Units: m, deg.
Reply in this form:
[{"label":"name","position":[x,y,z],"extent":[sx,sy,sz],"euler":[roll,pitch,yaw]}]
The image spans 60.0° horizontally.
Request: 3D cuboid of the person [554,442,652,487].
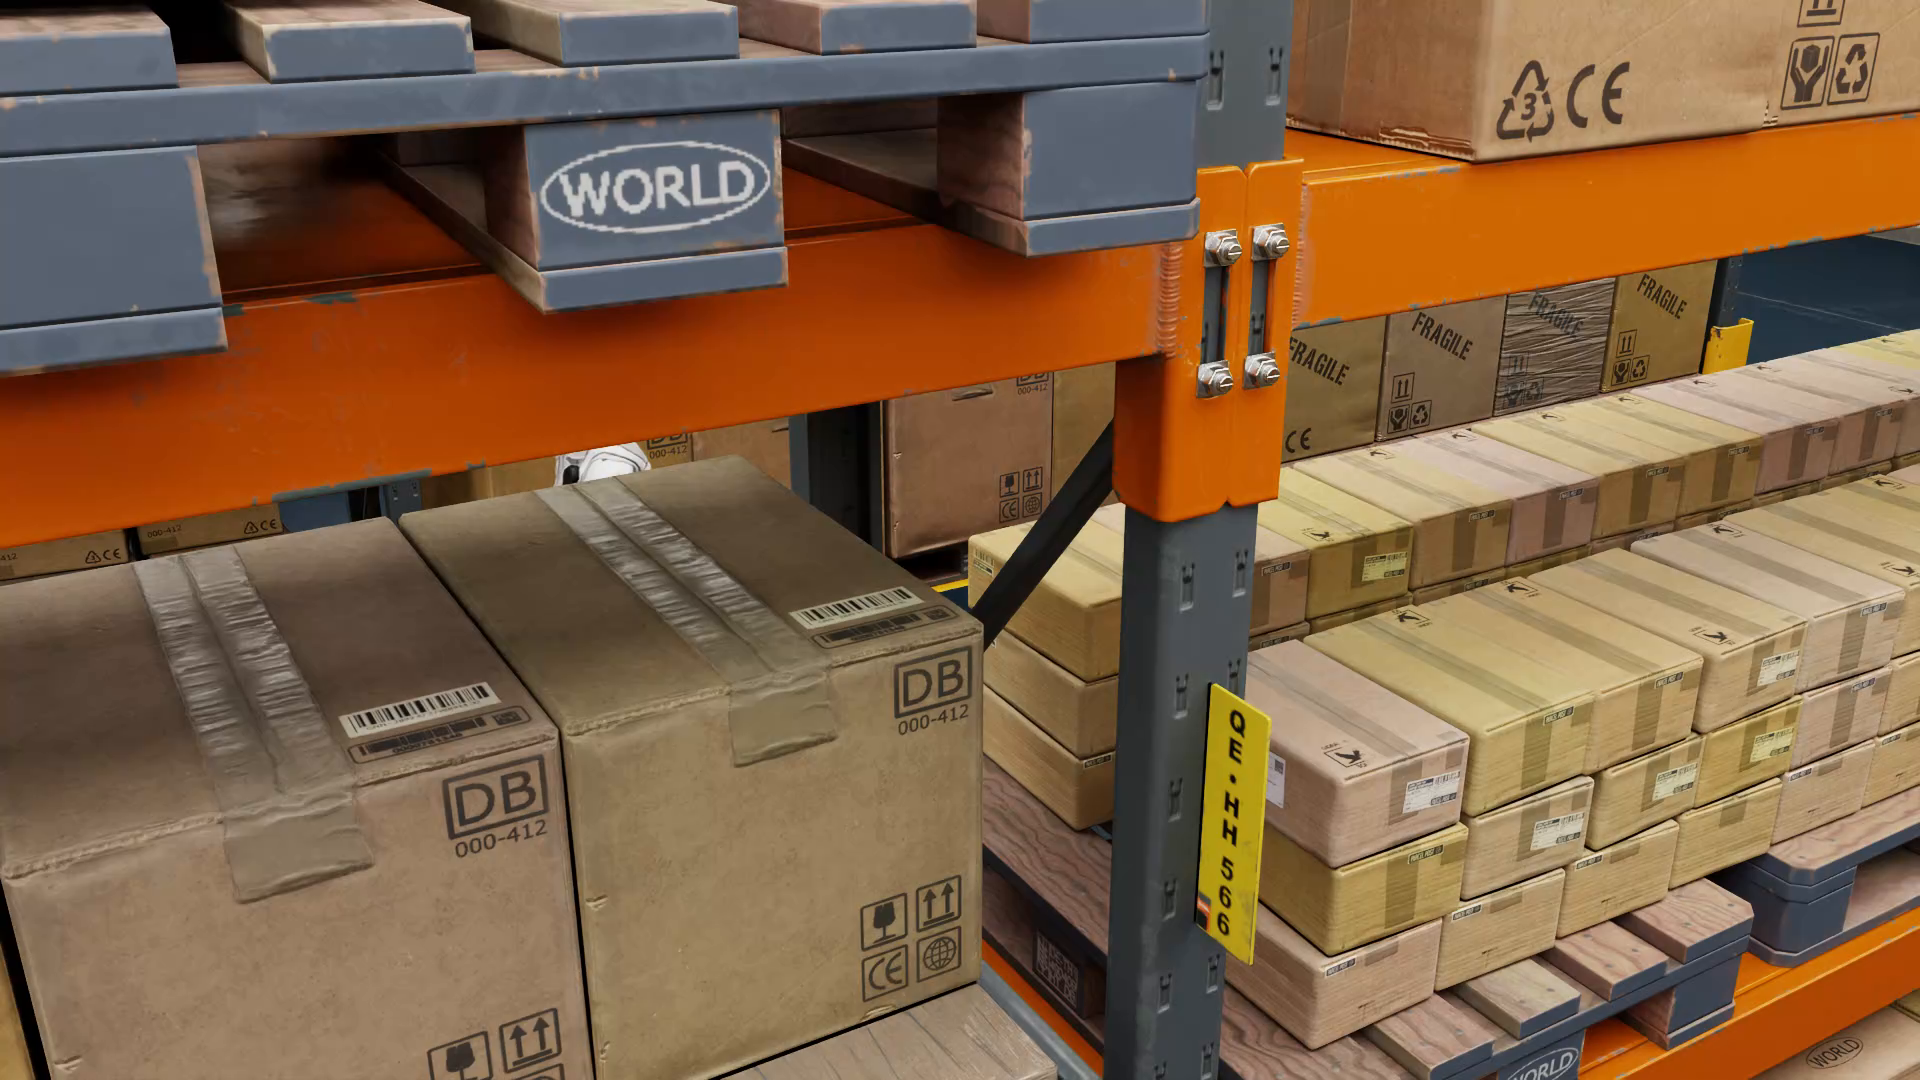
[{"label":"person","position":[-1.195,0.198,5.603],"extent":[0.393,1.654,0.506],"euler":[-13,26,-30]}]
